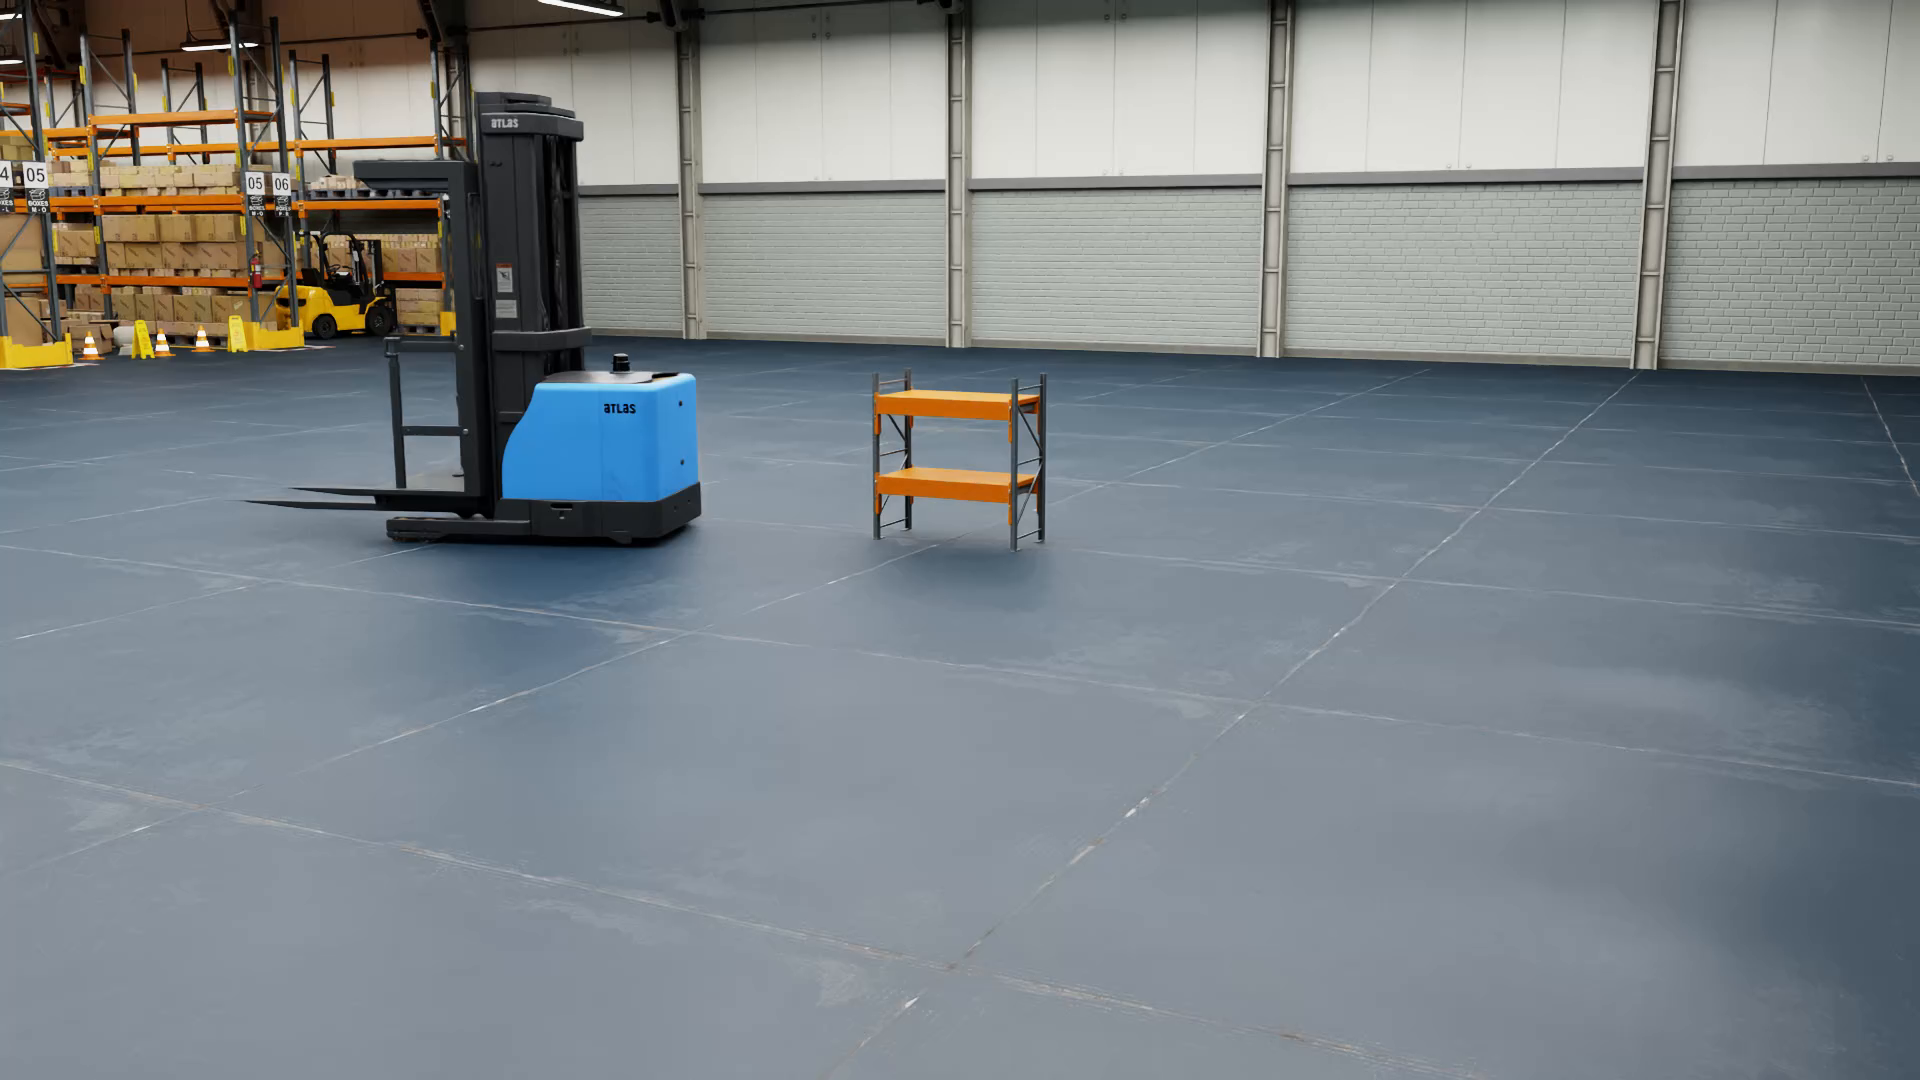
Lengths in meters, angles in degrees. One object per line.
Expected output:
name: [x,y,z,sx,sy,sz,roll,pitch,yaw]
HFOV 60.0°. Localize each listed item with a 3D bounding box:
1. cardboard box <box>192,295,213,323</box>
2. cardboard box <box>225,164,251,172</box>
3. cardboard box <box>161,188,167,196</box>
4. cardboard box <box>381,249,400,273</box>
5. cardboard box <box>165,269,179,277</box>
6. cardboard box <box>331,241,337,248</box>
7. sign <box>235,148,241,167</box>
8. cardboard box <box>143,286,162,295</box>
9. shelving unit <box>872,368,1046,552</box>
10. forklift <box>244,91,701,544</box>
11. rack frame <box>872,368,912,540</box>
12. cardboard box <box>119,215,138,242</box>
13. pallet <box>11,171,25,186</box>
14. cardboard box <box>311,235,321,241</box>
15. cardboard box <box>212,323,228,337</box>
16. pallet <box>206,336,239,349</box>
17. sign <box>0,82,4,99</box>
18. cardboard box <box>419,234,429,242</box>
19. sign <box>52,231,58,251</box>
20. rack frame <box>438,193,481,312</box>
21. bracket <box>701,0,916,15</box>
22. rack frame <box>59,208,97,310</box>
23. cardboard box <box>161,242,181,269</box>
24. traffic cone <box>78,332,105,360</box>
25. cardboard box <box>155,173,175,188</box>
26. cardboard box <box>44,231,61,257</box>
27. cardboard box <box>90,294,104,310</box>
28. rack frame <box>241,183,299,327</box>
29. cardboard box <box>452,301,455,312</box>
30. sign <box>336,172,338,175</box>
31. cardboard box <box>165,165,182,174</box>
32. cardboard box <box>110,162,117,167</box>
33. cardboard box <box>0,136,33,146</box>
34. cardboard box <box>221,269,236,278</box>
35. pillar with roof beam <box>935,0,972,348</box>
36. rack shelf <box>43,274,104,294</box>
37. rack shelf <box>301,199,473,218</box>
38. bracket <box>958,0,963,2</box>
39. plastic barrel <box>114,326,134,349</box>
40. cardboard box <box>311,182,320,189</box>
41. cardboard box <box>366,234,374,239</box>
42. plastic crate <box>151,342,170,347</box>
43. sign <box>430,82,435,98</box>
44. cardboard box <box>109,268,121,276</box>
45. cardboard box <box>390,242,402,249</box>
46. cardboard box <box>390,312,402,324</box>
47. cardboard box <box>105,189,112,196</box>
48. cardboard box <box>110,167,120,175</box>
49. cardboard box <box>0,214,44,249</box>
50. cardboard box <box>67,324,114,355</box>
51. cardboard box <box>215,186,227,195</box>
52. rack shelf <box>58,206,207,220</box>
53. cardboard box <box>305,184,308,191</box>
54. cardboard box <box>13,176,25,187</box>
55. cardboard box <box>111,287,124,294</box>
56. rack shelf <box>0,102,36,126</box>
cardboard box: [-14.056,-4.352,31.290,0.500,0.500,0.500,6,12,28]
cardboard box: [-13.187,-6.792,30.377,0.250,0.149,0.380,5,11,26]
cardboard box: [-14.784,-6.549,31.278,0.250,0.149,0.380,5,11,26]
cardboard box: [-12.038,-5.989,35.619,0.500,0.500,0.500,5,11,25]
cardboard box: [-14.818,-5.065,31.500,0.250,0.149,0.380,5,11,26]
cardboard box: [-13.498,-6.441,36.292,0.250,0.149,0.380,5,11,26]
sign: [-13.016,-6.892,29.979,0.005,0.325,0.100,5,11,26]
cardboard box: [-15.383,-4.775,31.806,0.250,0.149,0.380,6,12,28]
shelving unit: [-0.006,-0.554,11.133,1.048,1.125,0.538,5,11,26]
forklift: [-3.399,-1.513,11.362,3.031,2.935,1.130,1,10,8]
rack frame: [-0.462,-0.594,11.354,0.032,1.125,0.500,5,11,26]
cardboard box: [-15.593,-5.957,31.799,0.500,0.500,0.700,5,11,26]
pallet: [-15.522,-5.758,26.449,1.213,0.211,1.003,5,11,26]
cardboard box: [-13.992,-6.618,36.436,0.250,0.149,0.380,5,12,27]
cardboard box: [-13.618,-3.944,31.139,0.500,0.250,0.500,5,11,26]
pallet: [-13.534,-3.771,31.473,1.213,0.211,1.003,5,11,26]
sign: [-19.696,-9.236,34.148,0.005,0.325,0.100,5,11,26]
cardboard box: [-11.209,-6.384,35.145,0.250,0.149,0.380,5,11,26]
sign: [-14.601,-4.822,26.797,0.005,0.325,0.100,5,11,26]
rack frame: [-10.560,-5.860,35.188,0.127,3.000,1.000,5,11,26]
bracket: [-2.864,-10.016,31.196,4.783,0.066,0.076,5,11,26]
rack frame: [-21.321,-6.806,40.413,0.127,3.000,1.000,5,11,26]
cardboard box: [-14.702,-5.385,31.445,0.500,0.500,0.500,5,11,26]
traffic cone: [-14.700,-3.289,28.105,0.334,0.463,0.336,5,11,26]
cardboard box: [-14.703,-6.733,31.171,0.500,0.250,0.500,5,11,26]
cardboard box: [-17.761,-5.865,32.919,0.500,0.500,0.500,5,12,28]
cardboard box: [-20.505,-5.668,39.966,0.500,0.500,0.500,5,11,25]
rack frame: [-12.753,-5.067,30.806,0.127,3.000,1.000,5,11,26]
cardboard box: [-10.889,-5.030,35.739,0.500,0.250,0.500,5,12,27]
sign: [-13.903,-8.034,37.100,0.005,0.325,0.100,5,11,26]
cardboard box: [-14.577,-6.907,31.015,0.250,0.149,0.380,5,12,27]
cardboard box: [-17.138,-7.385,33.029,0.500,0.250,0.500,5,11,25]
cardboard box: [-15.011,-6.347,26.458,0.250,0.149,0.380,5,11,26]
cardboard box: [-13.459,-4.941,30.815,0.250,0.149,0.380,5,11,25]
pillar with roof beam: [-1.929,-7.378,26.729,0.548,9.000,9.100,5,11,26]
rack shelf: [-18.133,-5.186,33.483,4.000,0.370,1.077,5,11,26]
rack shelf: [-12.353,-7.140,35.856,4.000,0.370,1.077,5,11,26]
bracket: [0.191,-9.747,29.713,0.430,0.232,0.235,5,11,26]
plastic barrel: [-15.275,-3.721,30.599,0.512,0.421,0.421,-4,11,-23]
cardboard box: [-13.879,-7.700,36.175,0.250,0.149,0.380,5,12,27]
cardboard box: [-12.570,-6.512,35.852,0.250,0.149,0.380,5,11,26]
plastic crate: [-15.295,-3.691,31.401,0.583,0.080,0.402,1,10,6]
sign: [-10.812,-9.226,34.091,0.005,0.325,0.100,5,11,26]
cardboard box: [-16.199,-5.183,32.150,0.250,0.149,0.380,5,11,26]
cardboard box: [-11.920,-6.292,35.470,0.250,0.149,0.380,5,11,24]
cardboard box: [-12.007,-4.782,35.772,0.500,0.250,0.500,5,11,26]
cardboard box: [-16.167,-6.671,31.947,0.250,0.149,0.380,5,11,25]
cardboard box: [-15.956,-7.035,31.720,0.250,0.149,0.380,5,12,28]
cardboard box: [-15.168,-4.909,26.480,0.550,0.550,0.875,5,11,26]
cardboard box: [-15.448,-3.573,29.559,0.637,0.503,0.797,-2,11,-14]
cardboard box: [-13.434,-6.418,30.550,0.250,0.149,0.380,5,11,26]
rack shelf: [-19.527,-7.770,39.339,4.000,0.370,1.077,5,11,26]
cardboard box: [-14.821,-7.882,37.182,0.250,0.149,0.380,5,11,26]
cardboard box: [-18.546,-7.109,33.374,0.637,0.503,0.797,5,11,26]
cardboard box: [-20.140,-5.958,39.746,0.250,0.149,0.380,5,11,26]
rack shelf: [-16.646,-6.828,26.830,4.000,0.370,1.077,5,11,26]
